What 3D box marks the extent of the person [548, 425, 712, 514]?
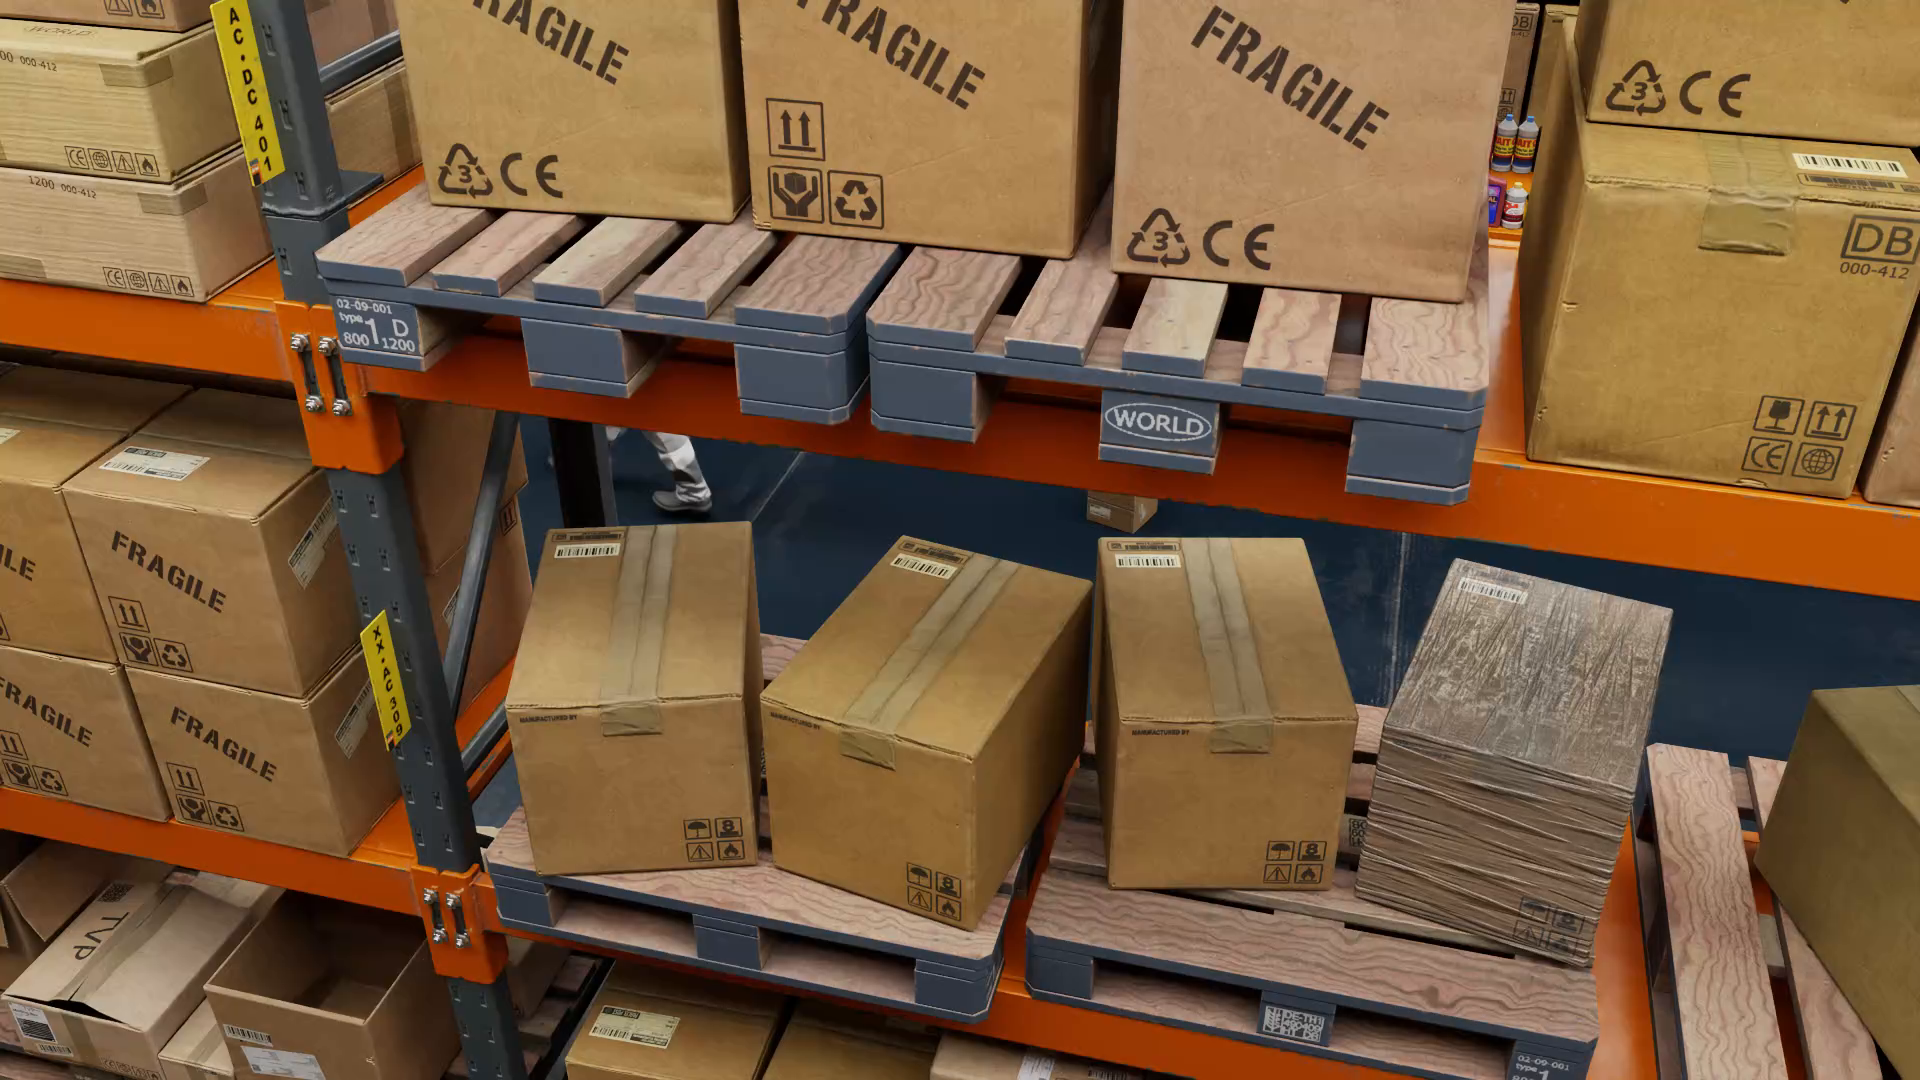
[{"bbox_3d":[-1.635,-0.955,7.578,0.968,1.737,0.569,9,34,14],"label":"person"}]
